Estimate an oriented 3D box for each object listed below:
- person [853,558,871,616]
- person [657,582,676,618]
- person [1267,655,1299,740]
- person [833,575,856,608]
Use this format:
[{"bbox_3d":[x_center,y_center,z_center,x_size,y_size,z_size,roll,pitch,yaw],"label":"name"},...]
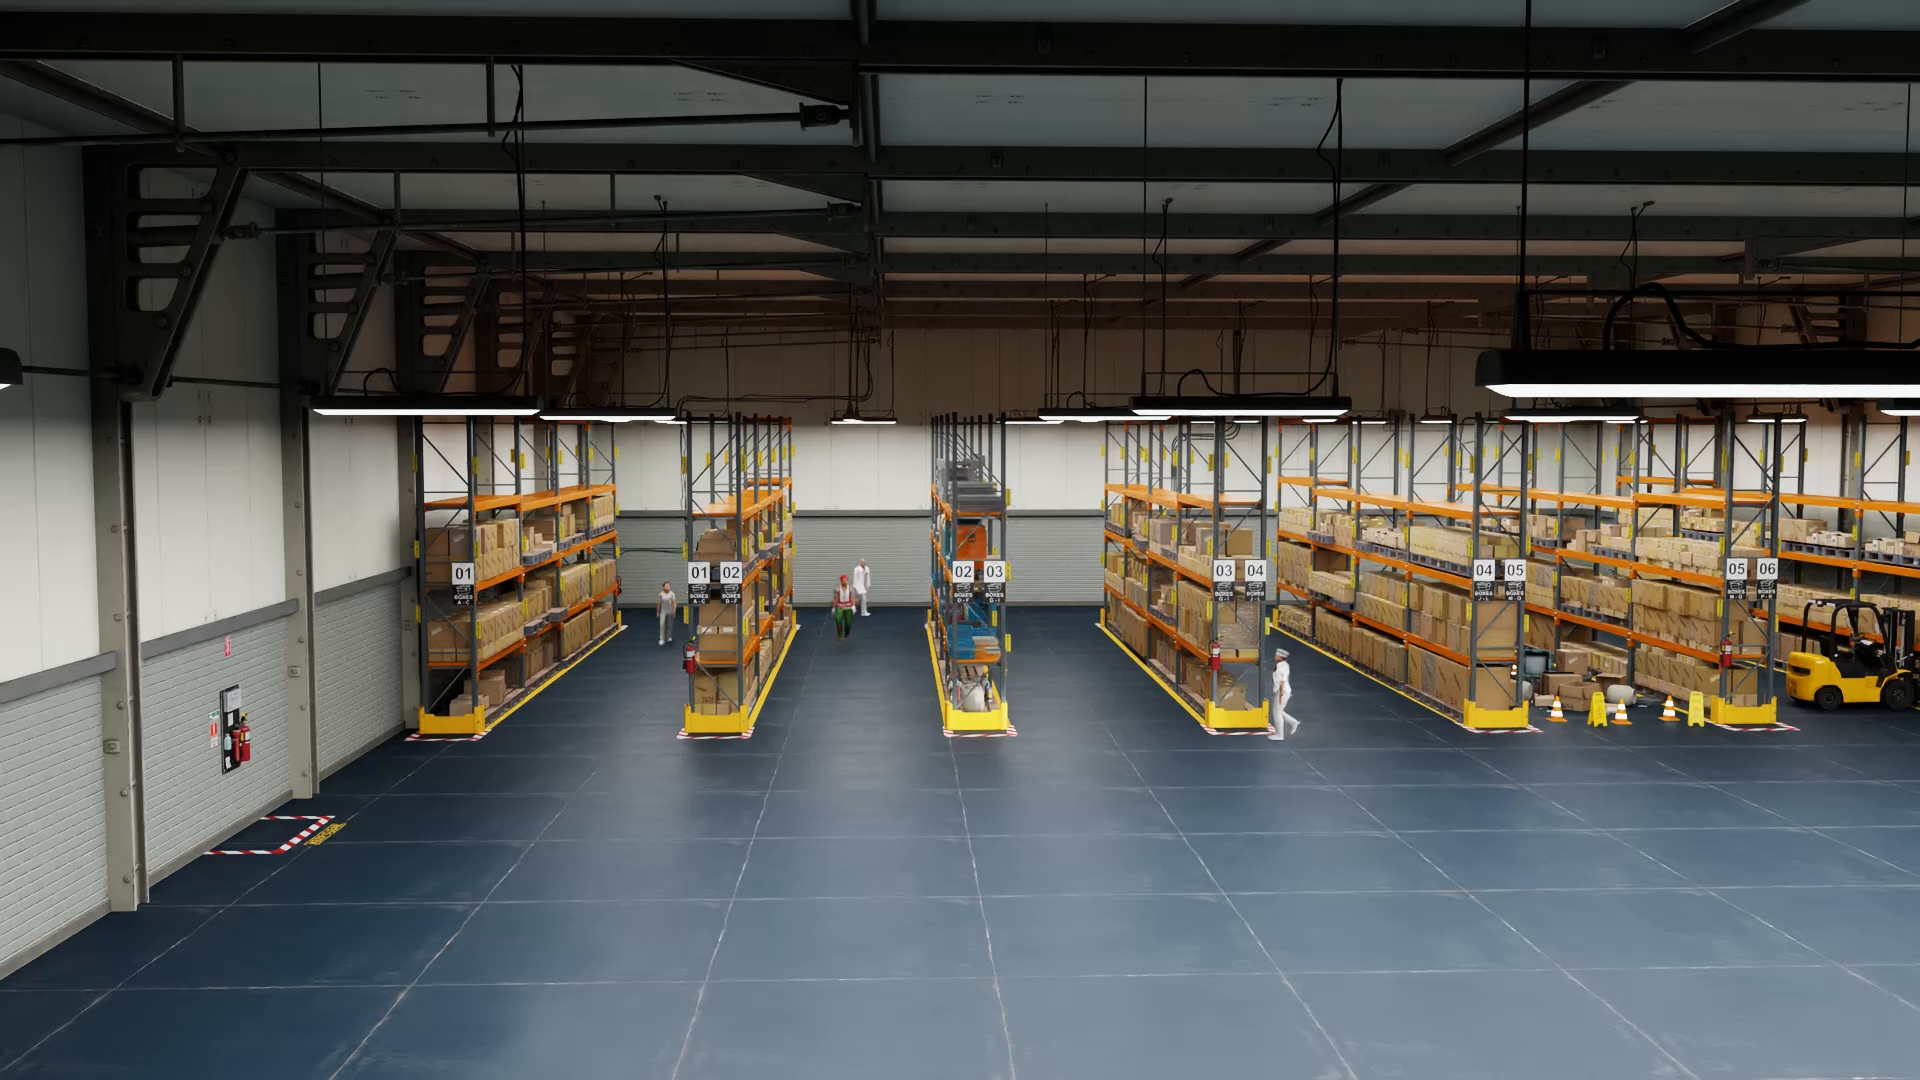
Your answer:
[{"bbox_3d":[-3.018,1.412,50.427,0.982,1.742,0.574,3,5,38],"label":"person"},{"bbox_3d":[-7.744,1.593,43.801,0.518,0.969,0.420,-1,4,-8],"label":"person"},{"bbox_3d":[5.921,2.817,30.357,0.619,1.637,0.446,0,4,-2],"label":"person"},{"bbox_3d":[-2.970,1.338,42.615,0.589,0.895,0.338,0,4,-7],"label":"person"}]
